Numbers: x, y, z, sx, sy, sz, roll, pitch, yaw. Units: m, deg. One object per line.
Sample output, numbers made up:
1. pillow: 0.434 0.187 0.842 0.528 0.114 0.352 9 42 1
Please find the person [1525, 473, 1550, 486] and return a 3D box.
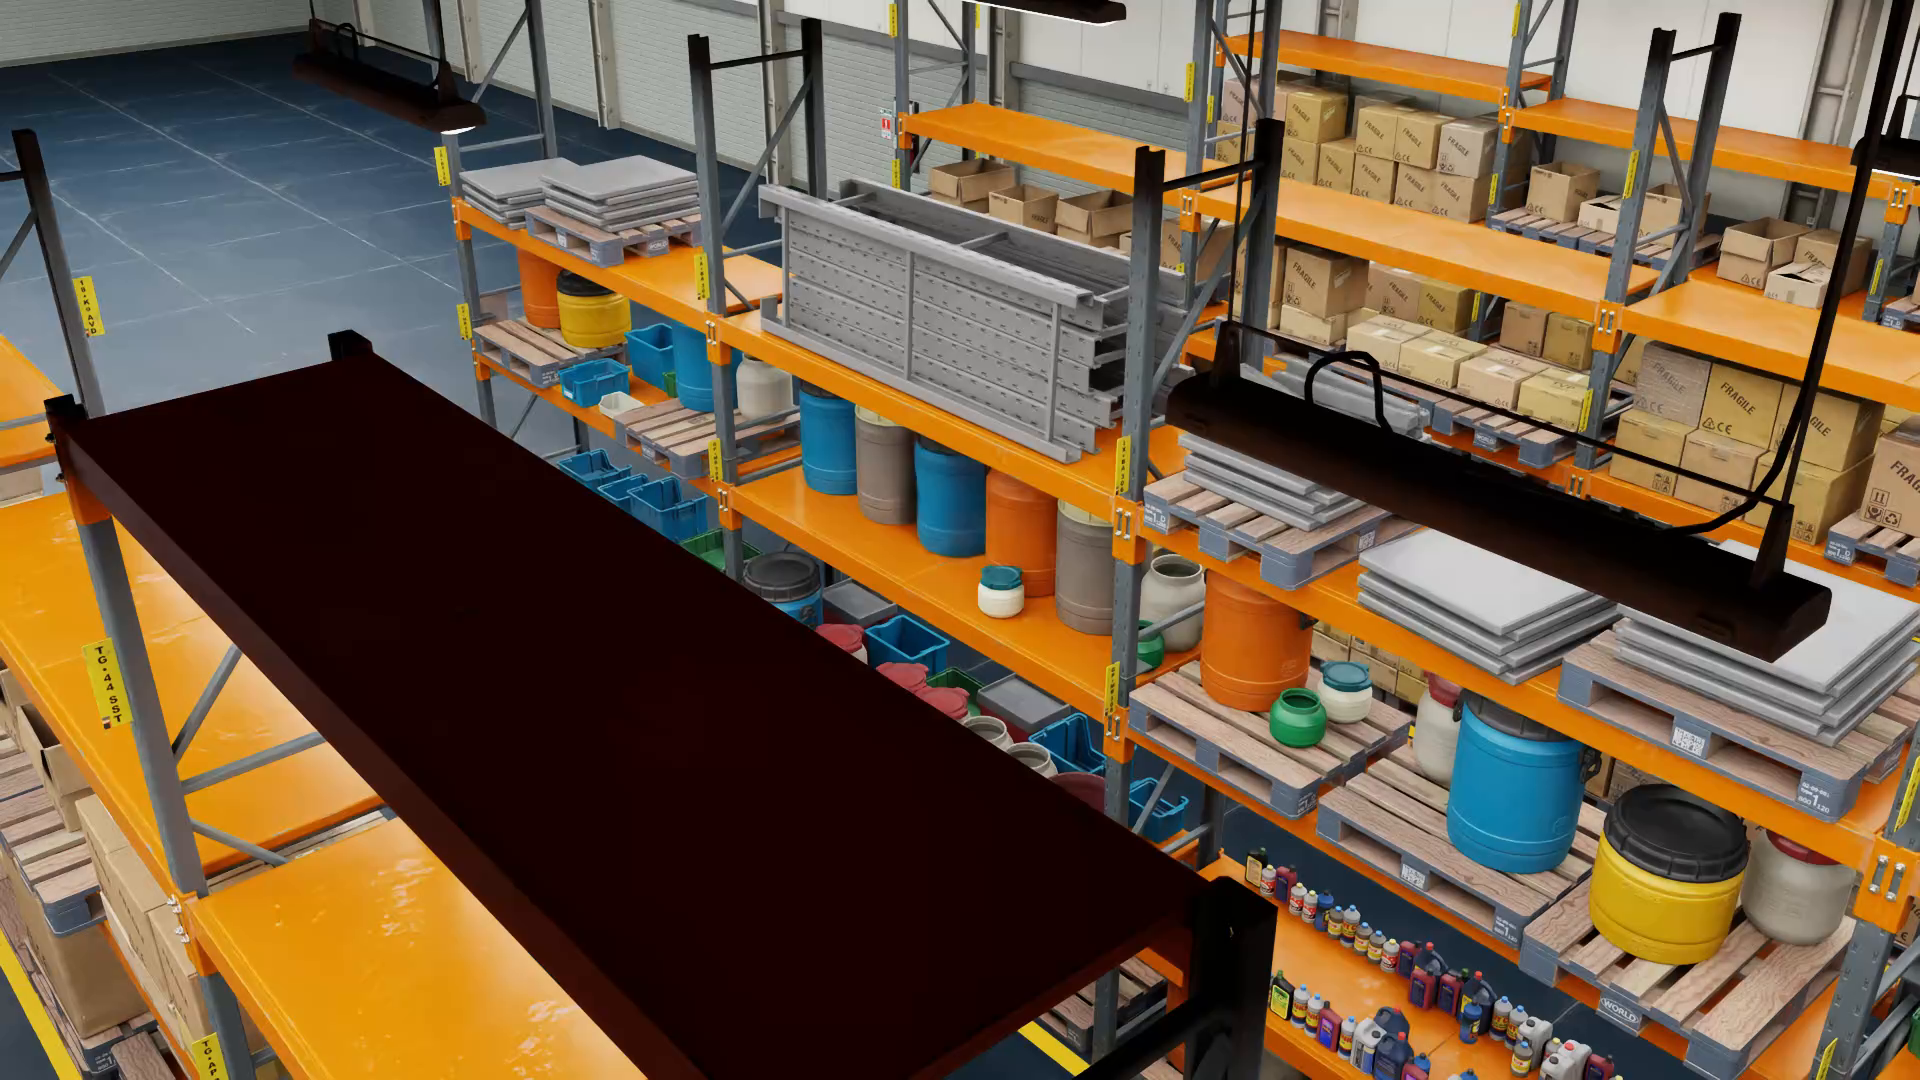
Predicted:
1. person: 5.379 -0.012 15.896 0.401 1.516 0.979 -21 34 -35
